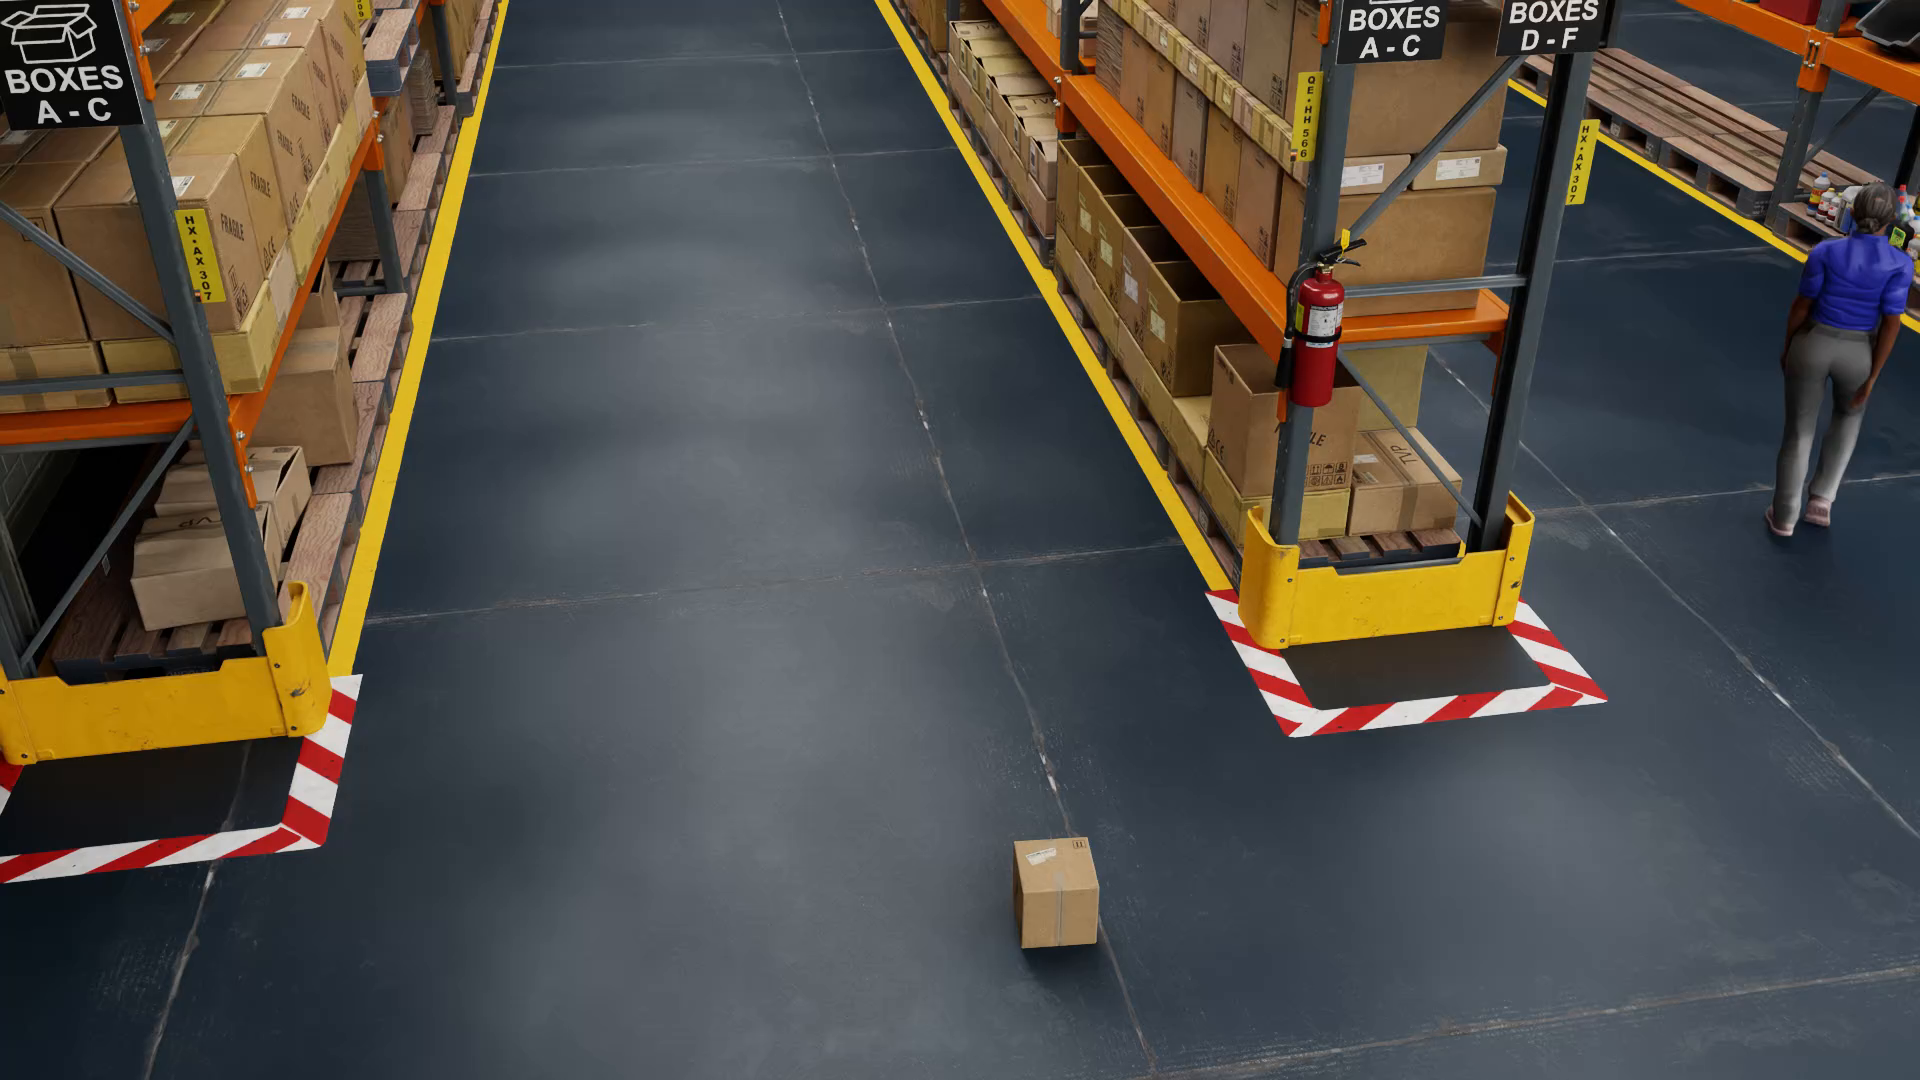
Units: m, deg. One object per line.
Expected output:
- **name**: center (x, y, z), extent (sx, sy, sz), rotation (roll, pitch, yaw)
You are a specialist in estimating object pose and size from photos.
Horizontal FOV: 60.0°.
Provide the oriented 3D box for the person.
- **person**: center (3.905, -0.791, 7.463), extent (0.432, 1.696, 0.476), rotation (14, 34, 22)
